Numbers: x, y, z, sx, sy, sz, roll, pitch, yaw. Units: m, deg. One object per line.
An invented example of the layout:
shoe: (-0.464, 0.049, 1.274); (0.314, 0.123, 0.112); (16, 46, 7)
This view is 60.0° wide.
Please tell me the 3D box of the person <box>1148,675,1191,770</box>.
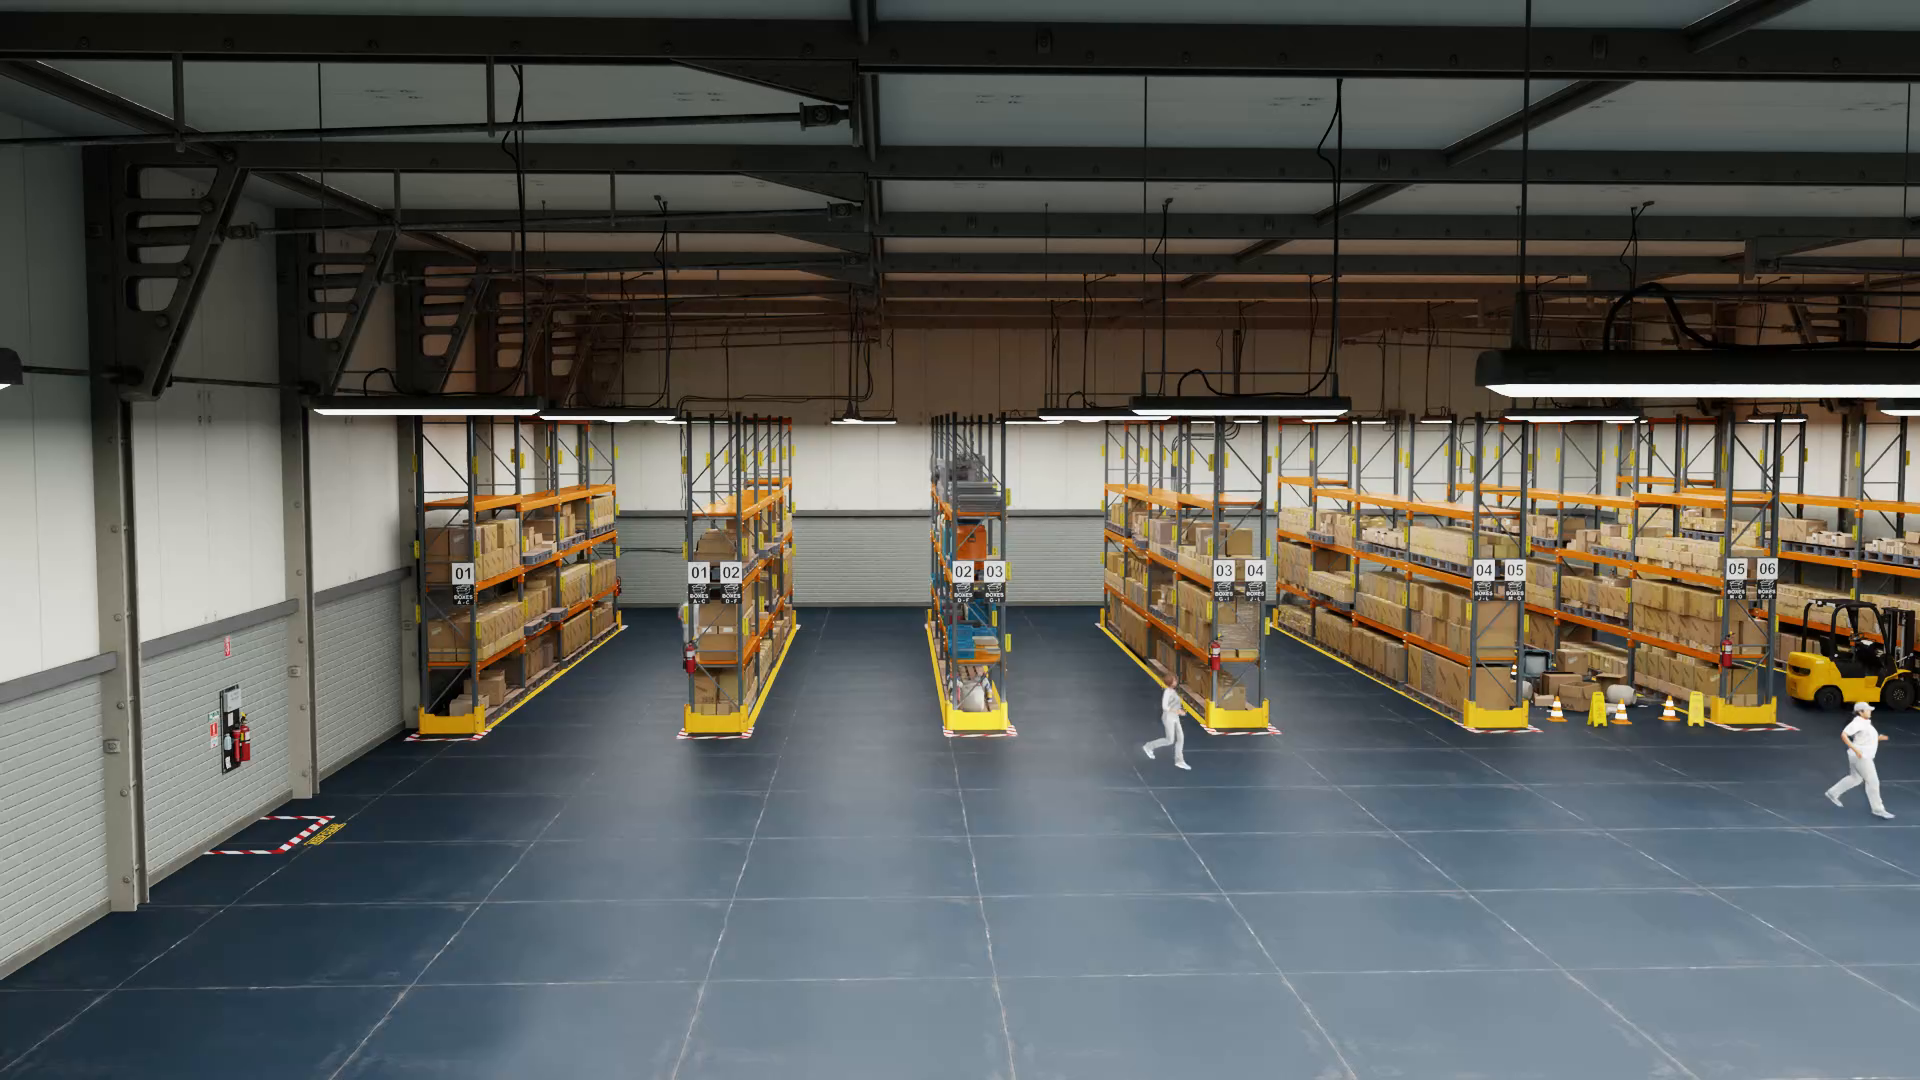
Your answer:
person: (3.528, 3.049, 27.906); (0.744, 1.586, 0.504); (2, 4, 22)

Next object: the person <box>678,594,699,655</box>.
person: (-6.437, 2.136, 39.784); (0.602, 1.837, 0.664); (0, 4, -3)

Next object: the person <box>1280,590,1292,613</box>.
person: (9.723, 1.544, 49.063); (0.671, 1.480, 0.671); (1, 4, 17)

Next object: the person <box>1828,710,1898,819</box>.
person: (13.302, 3.220, 24.461); (0.941, 1.631, 0.609); (3, 5, 33)
